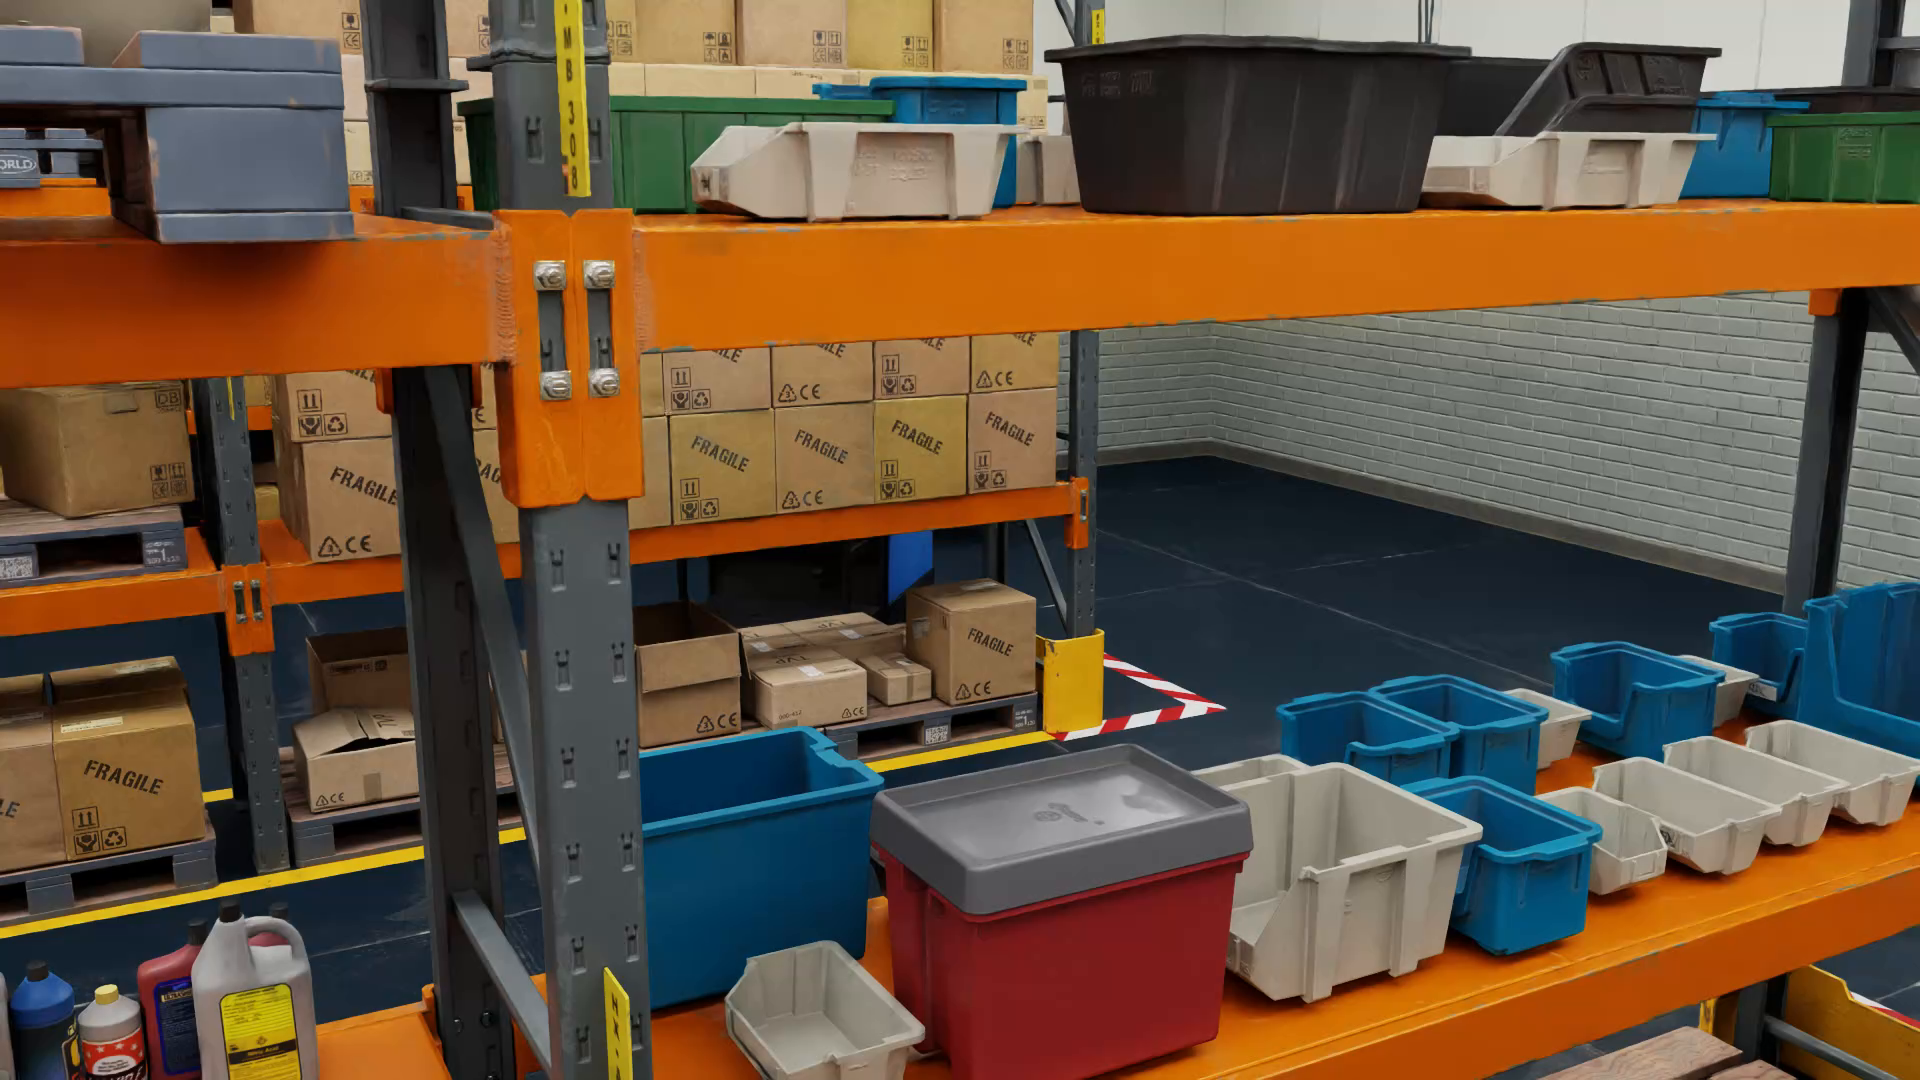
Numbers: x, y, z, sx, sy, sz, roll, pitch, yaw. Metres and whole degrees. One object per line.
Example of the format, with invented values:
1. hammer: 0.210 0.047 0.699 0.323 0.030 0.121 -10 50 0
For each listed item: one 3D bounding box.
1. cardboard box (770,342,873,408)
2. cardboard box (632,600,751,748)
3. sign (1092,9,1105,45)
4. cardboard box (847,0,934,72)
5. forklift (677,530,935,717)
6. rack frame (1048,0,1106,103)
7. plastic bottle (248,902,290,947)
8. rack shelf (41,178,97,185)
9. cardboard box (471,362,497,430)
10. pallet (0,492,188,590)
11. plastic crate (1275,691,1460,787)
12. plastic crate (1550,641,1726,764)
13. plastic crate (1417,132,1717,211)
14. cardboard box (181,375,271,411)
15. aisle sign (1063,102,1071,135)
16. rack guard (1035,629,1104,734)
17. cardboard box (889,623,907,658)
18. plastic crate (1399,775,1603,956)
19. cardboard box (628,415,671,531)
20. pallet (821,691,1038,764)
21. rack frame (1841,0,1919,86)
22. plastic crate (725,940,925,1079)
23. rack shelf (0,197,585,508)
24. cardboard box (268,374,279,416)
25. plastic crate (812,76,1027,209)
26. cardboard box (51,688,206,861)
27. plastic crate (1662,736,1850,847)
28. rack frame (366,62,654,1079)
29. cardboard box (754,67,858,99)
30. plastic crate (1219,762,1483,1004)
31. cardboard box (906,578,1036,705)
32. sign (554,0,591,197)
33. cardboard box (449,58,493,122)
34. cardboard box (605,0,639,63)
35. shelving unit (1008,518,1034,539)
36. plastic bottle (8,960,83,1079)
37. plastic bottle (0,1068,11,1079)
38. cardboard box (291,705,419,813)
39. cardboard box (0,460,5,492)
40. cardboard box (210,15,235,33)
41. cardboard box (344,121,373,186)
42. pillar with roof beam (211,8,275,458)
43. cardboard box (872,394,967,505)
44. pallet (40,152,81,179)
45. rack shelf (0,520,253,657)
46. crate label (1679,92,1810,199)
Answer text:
1. cardboard box: -0.741 -0.918 7.853 0.500 0.500 0.500 -6 14 -26
2. cardboard box: -1.451 0.635 8.140 0.637 0.503 0.797 -7 14 -28
3. sign: 0.662 -2.377 7.990 0.005 0.325 0.100 -7 14 -28
4. cardboard box: -0.509 -2.497 8.035 0.500 0.500 0.700 -7 14 -28
5. forklift: -1.041 -0.673 9.426 1.130 2.935 3.031 3 13 15
6. rack frame: 0.413 -3.517 8.242 0.127 3.000 1.000 -7 14 -28
7. plastic bottle: -1.254 0.799 2.994 0.133 0.283 0.061 -7 14 -28
8. rack shelf: -7.230 -2.026 10.086 4.000 0.370 1.077 -7 14 -28
9. cardboard box: -2.096 -0.756 7.131 0.500 0.500 0.500 -7 15 -30
10. pallet: -3.851 -0.013 6.772 1.213 0.211 1.003 -7 14 -28
11. plastic crate: 0.990 0.550 4.080 0.300 0.233 0.416 -7 14 -28
12. plastic crate: 1.831 0.449 4.528 0.300 0.233 0.416 -7 14 -28
13. plastic crate: 1.089 -0.705 3.179 0.530 0.136 0.437 -7 14 -28
14. cardboard box: -4.990 -1.324 11.478 0.700 0.700 0.980 -7 14 -27
15. aisle sign: 0.620 -1.807 8.385 0.004 0.787 0.394 -7 14 -28
16. rack guard: 0.347 0.637 9.140 0.348 0.500 1.175 -7 14 -28
17. cardboard box: -0.338 0.581 9.145 0.250 0.166 0.380 -7 14 -28
18. plastic crate: 1.104 0.682 3.490 0.300 0.233 0.416 -7 14 -28
19. cardboard box: -1.631 -0.326 7.499 0.500 0.500 0.500 -7 14 -28
20. pallet: -0.353 0.862 8.798 1.213 0.211 1.003 -7 14 -28
21. rack frame: 2.784 -2.562 3.999 0.127 3.000 1.000 -7 14 -28
22. plastic crate: -0.250 0.863 2.905 0.243 0.136 0.396 -7 14 -28
23. rack shelf: -2.483 -0.117 1.602 4.000 0.370 1.077 -7 14 -28
24. cardboard box: -2.778 -0.809 7.368 0.500 0.500 0.500 -7 14 -28
25. plastic crate: -0.081 -0.754 3.176 0.300 0.233 0.416 -7 14 -28
26. cardboard box: -3.393 0.942 6.781 0.500 0.500 0.500 -7 14 -28
27. plastic crate: 1.893 0.612 4.021 0.243 0.136 0.396 -7 14 -28
28. rack frame: -0.727 0.785 2.788 0.127 3.000 1.000 -7 14 -28
29. cardboard box: -0.795 -2.017 7.610 0.500 0.250 0.500 -7 14 -28
30. plastic crate: 0.701 0.689 3.350 0.530 0.282 0.437 -7 14 -28
31. cardboard box: 0.054 0.519 8.662 0.500 0.500 0.500 -7 14 -28
32. sign: -0.465 -0.576 1.985 0.005 0.325 0.100 -7 14 -28
33. cardboard box: -2.114 -1.860 6.913 0.500 0.250 0.500 -7 14 -28
34. cardboard box: -1.746 -2.307 7.192 0.500 0.500 0.700 -7 14 -28
35. shelving unit: 0.006 -0.549 12.989 1.048 1.125 0.538 -7 14 -28
36. plastic bottle: -1.549 0.844 2.818 0.097 0.271 0.097 0 13 0
37. plastic bottle: -1.561 0.918 2.650 0.097 0.201 0.097 0 13 0
38. cardboard box: -2.625 0.925 7.289 0.500 0.311 0.500 -7 14 -28
39. cardboard box: -5.983 -0.187 11.046 0.750 0.750 0.750 -7 14 -27
40. cardboard box: -4.714 -3.155 10.912 0.500 0.500 0.500 -7 14 -28
41. cardboard box: -2.552 -1.563 6.734 0.500 0.250 0.500 -7 14 -28
42. pillar with roof beam: -3.212 -3.461 7.994 0.400 9.000 9.100 -7 14 -28
43. cardboard box: -0.303 -0.484 8.202 0.500 0.500 0.500 -7 14 -27
44. pallet: -6.255 -2.388 10.492 1.217 0.209 0.805 -8 15 -30
45. rack shelf: -4.853 0.392 6.175 4.000 0.370 1.077 -7 14 -28
46. crate label: 1.819 -0.992 4.190 0.502 0.251 0.408 -7 14 -28
